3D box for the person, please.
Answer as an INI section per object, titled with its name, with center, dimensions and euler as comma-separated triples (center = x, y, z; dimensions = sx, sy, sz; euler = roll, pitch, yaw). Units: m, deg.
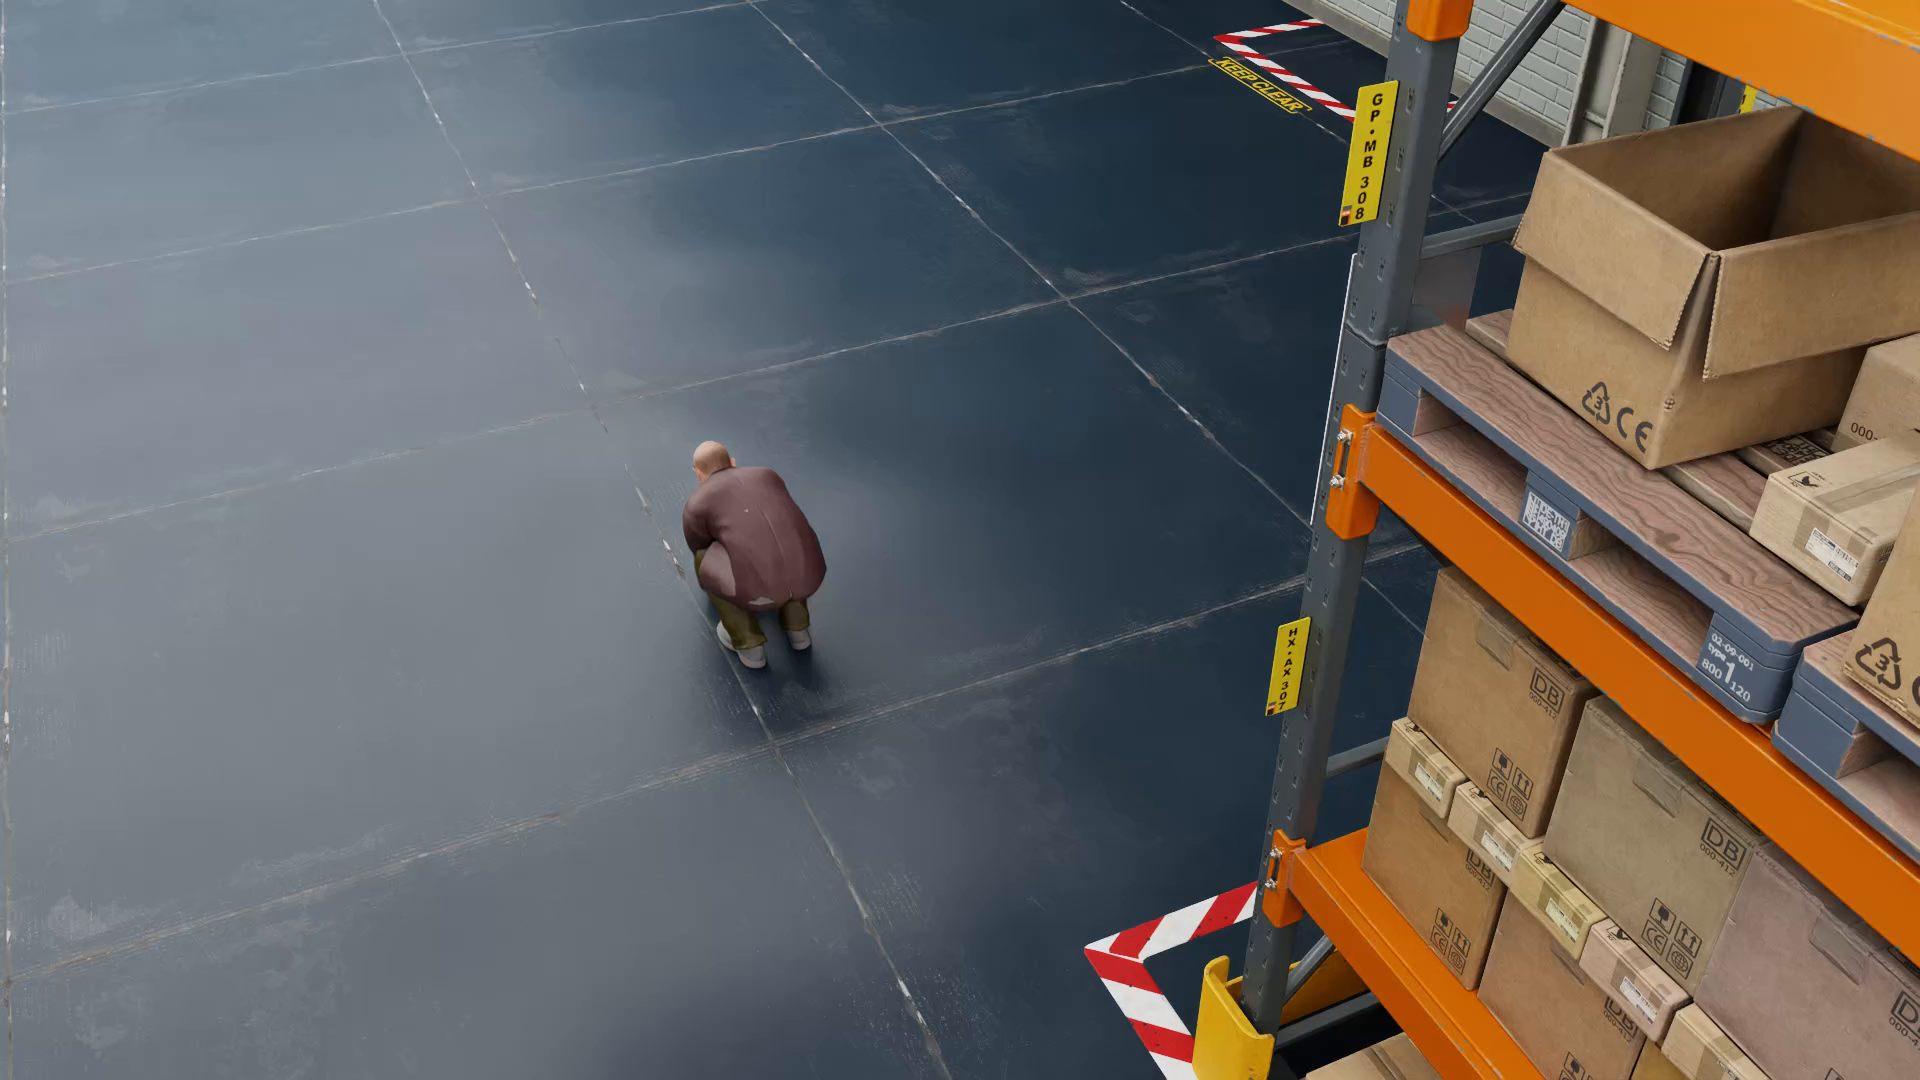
[person]
center = -0.944, 0.086, 7.615
dimensions = 0.575, 0.821, 0.925
euler = -17, 40, -21
